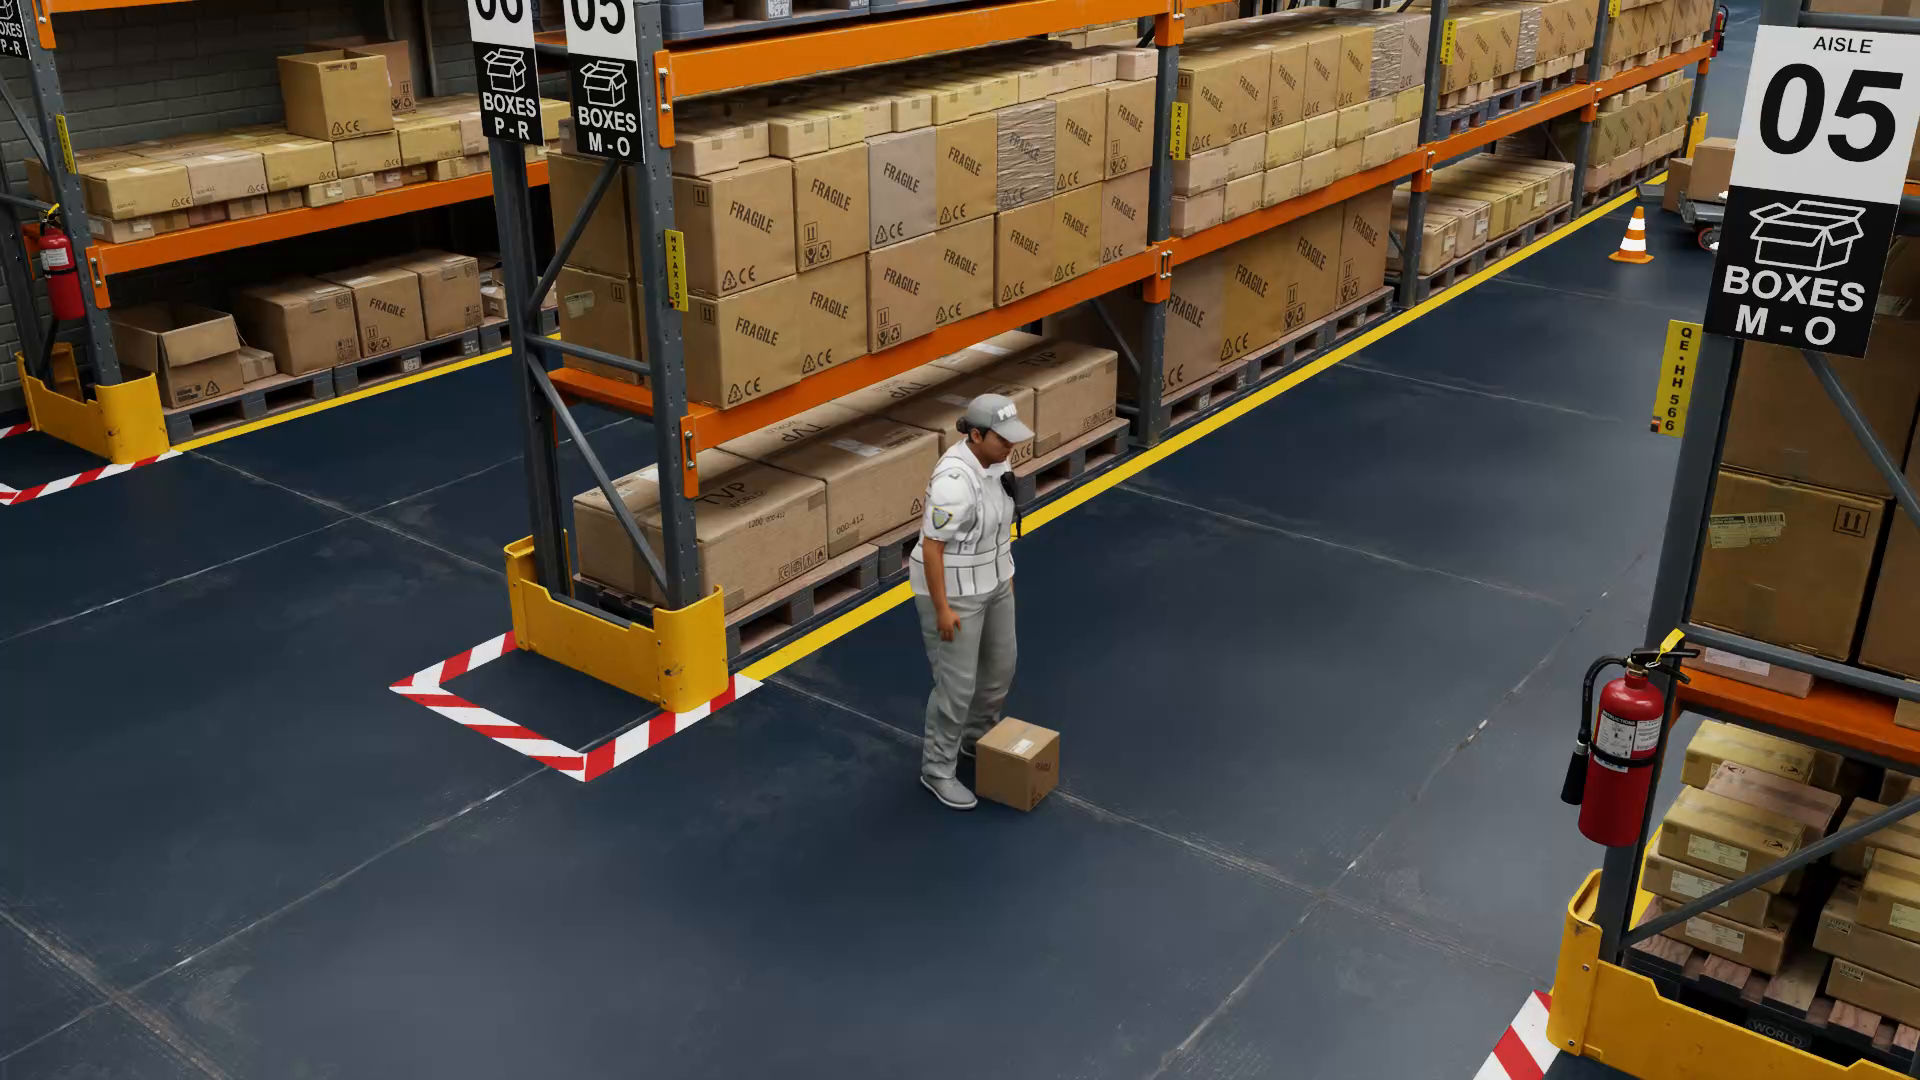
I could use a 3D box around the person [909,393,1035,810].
[{"bbox_3d":[0.053,0.212,6.609,0.468,1.665,0.554,15,28,31],"label":"person"}]
